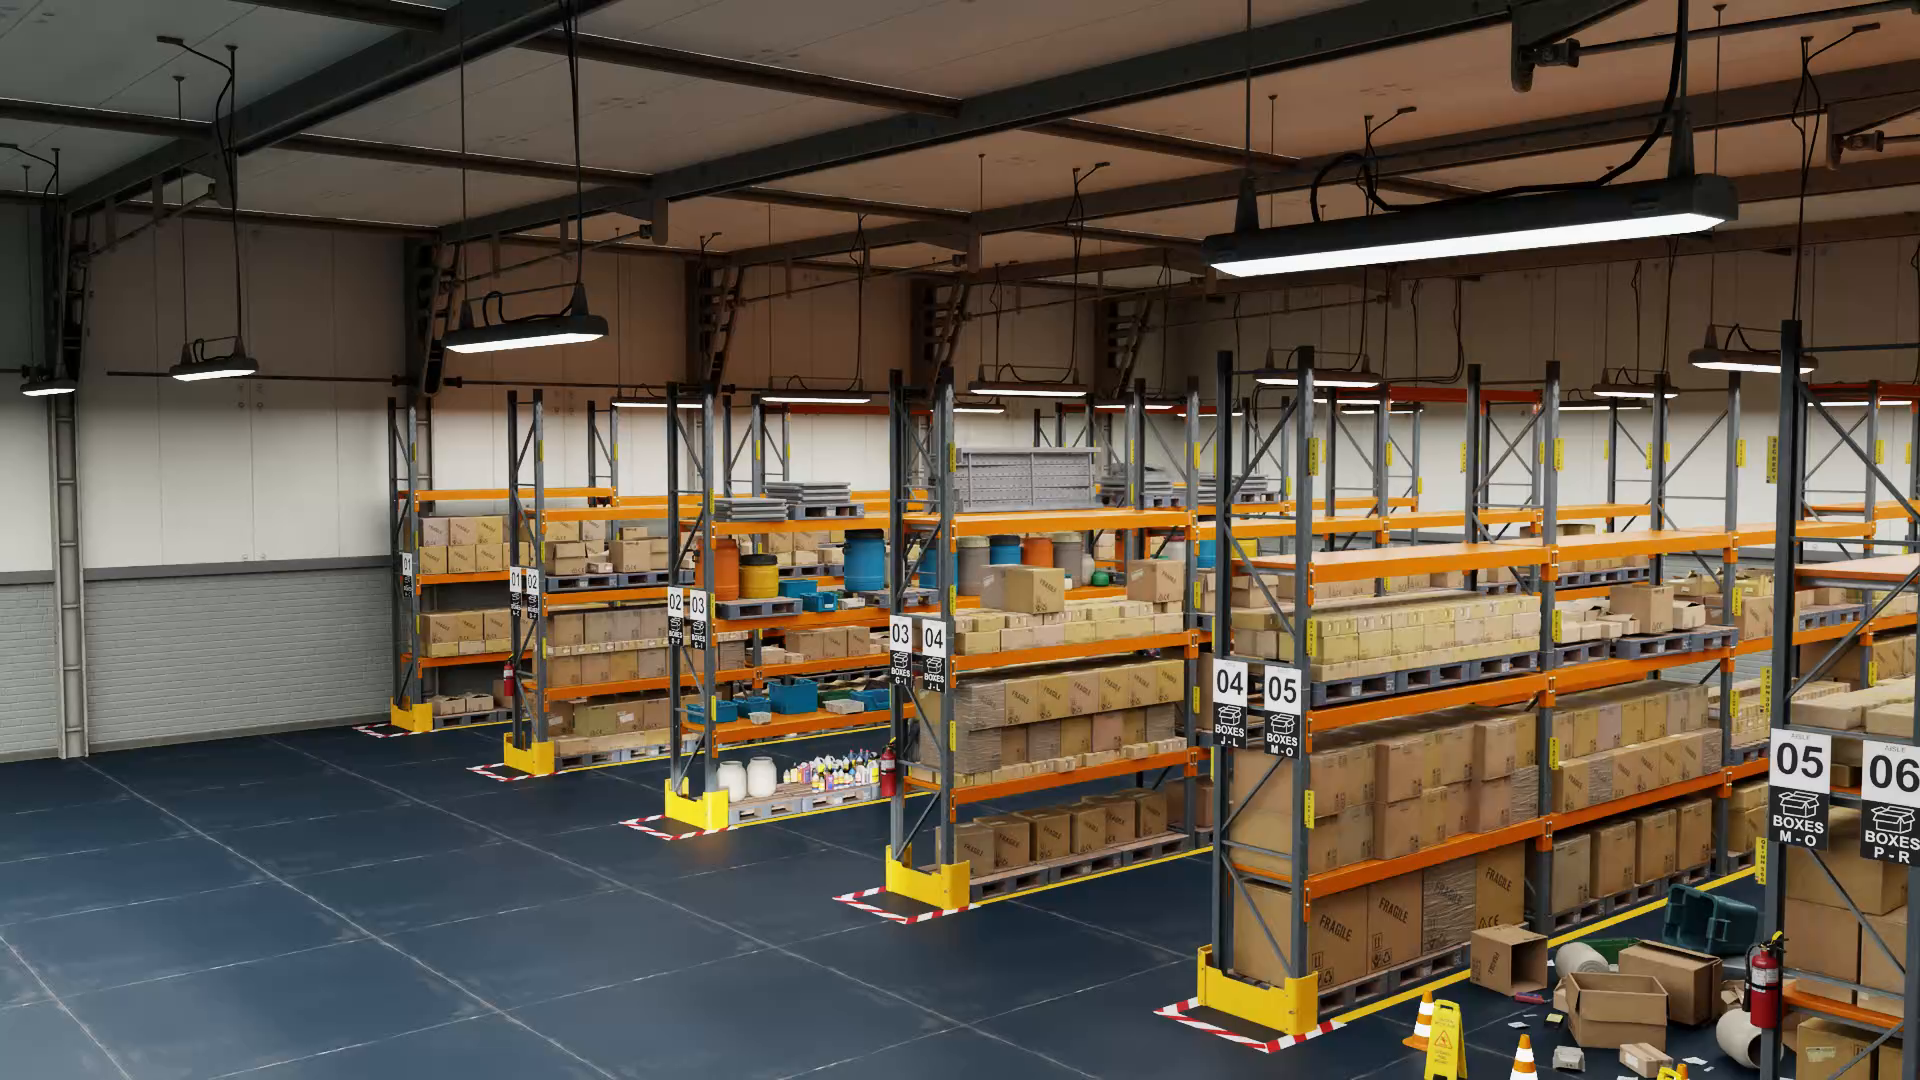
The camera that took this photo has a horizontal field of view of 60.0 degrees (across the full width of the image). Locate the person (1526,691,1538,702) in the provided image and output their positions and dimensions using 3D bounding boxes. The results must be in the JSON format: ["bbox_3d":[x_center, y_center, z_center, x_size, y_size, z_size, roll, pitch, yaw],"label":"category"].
[{"bbox_3d":[8.247,2.877,23.703,0.987,1.745,0.706,-3,5,-45],"label":"person"}]

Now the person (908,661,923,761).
[{"bbox_3d":[-0.658,2.746,26.873,0.598,1.669,0.611,3,4,40],"label":"person"}]
